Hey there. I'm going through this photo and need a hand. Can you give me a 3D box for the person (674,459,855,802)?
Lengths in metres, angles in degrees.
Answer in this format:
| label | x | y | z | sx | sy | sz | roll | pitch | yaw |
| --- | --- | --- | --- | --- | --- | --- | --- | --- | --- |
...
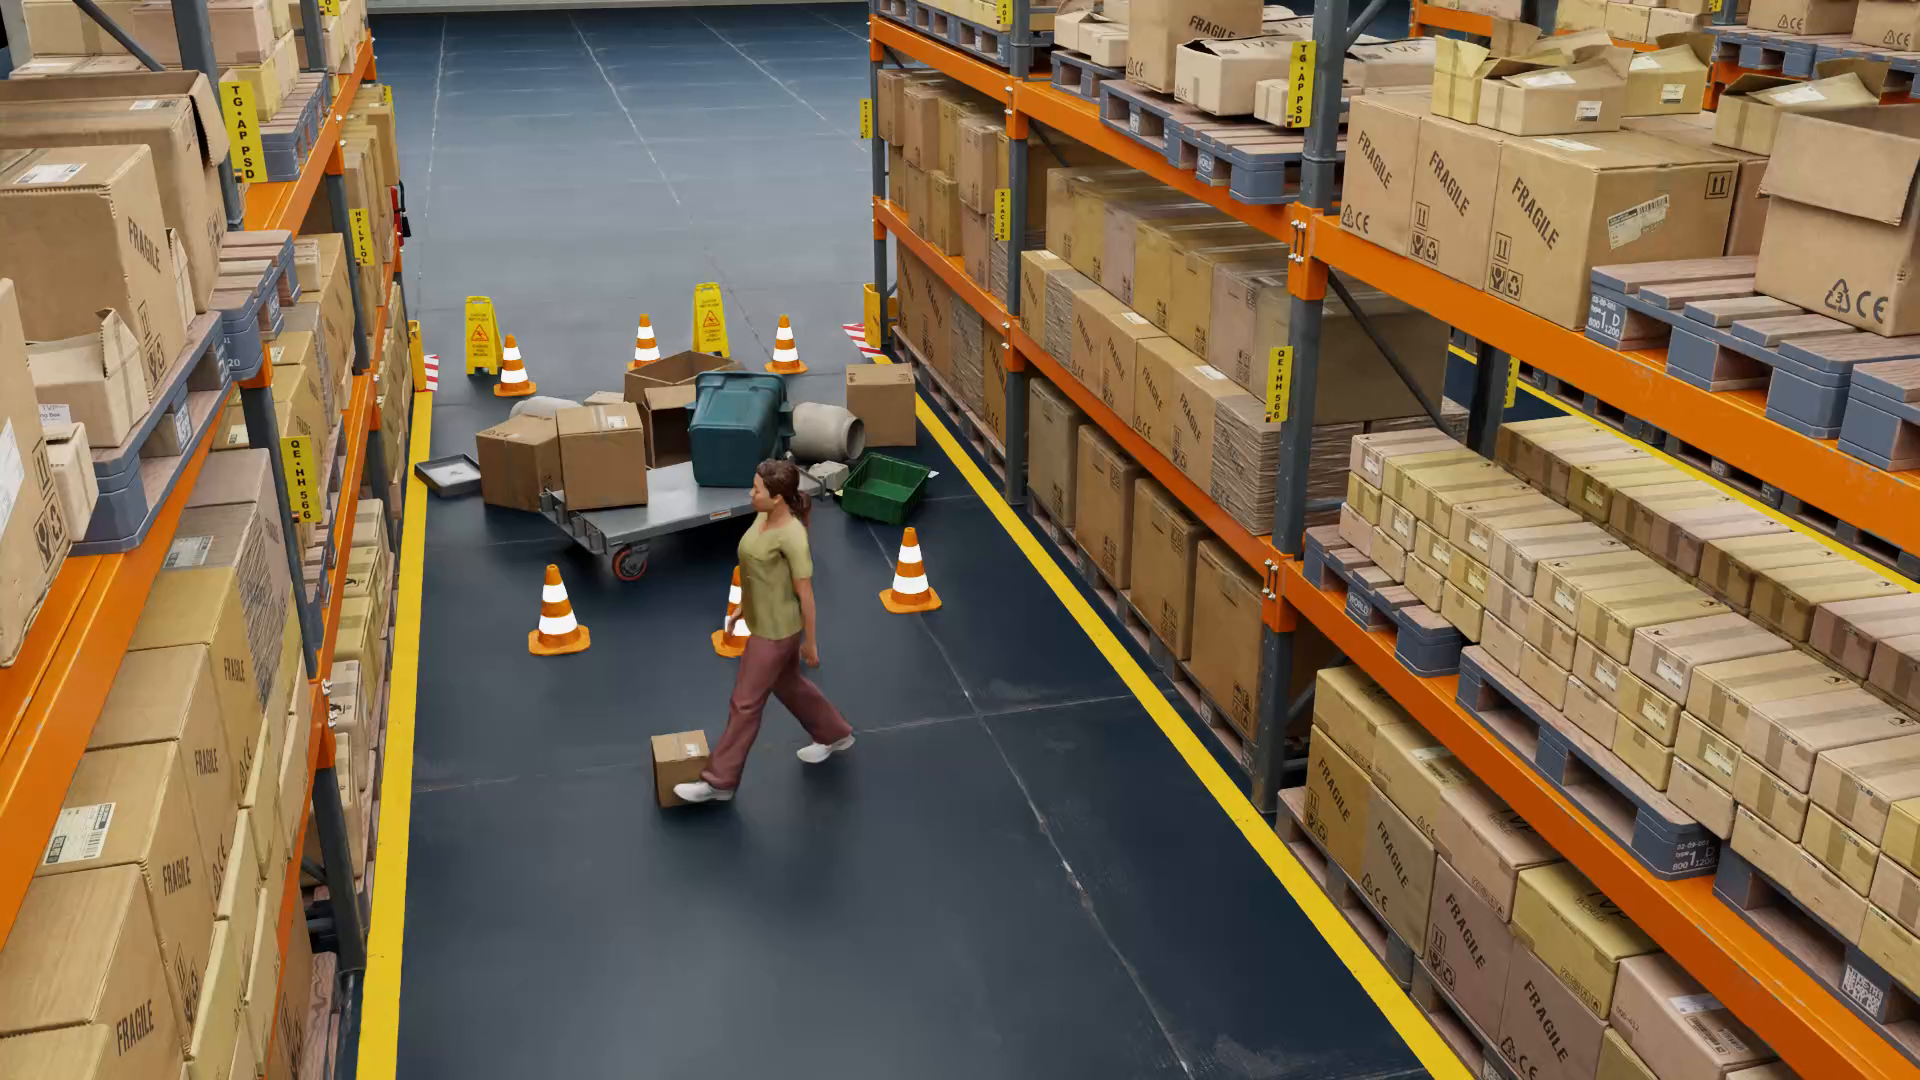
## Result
| label | x | y | z | sx | sy | sz | roll | pitch | yaw |
| --- | --- | --- | --- | --- | --- | --- | --- | --- | --- |
| person | -0.929 | 0.401 | 7.683 | 0.954 | 1.625 | 0.464 | -9 | 25 | -21 |
